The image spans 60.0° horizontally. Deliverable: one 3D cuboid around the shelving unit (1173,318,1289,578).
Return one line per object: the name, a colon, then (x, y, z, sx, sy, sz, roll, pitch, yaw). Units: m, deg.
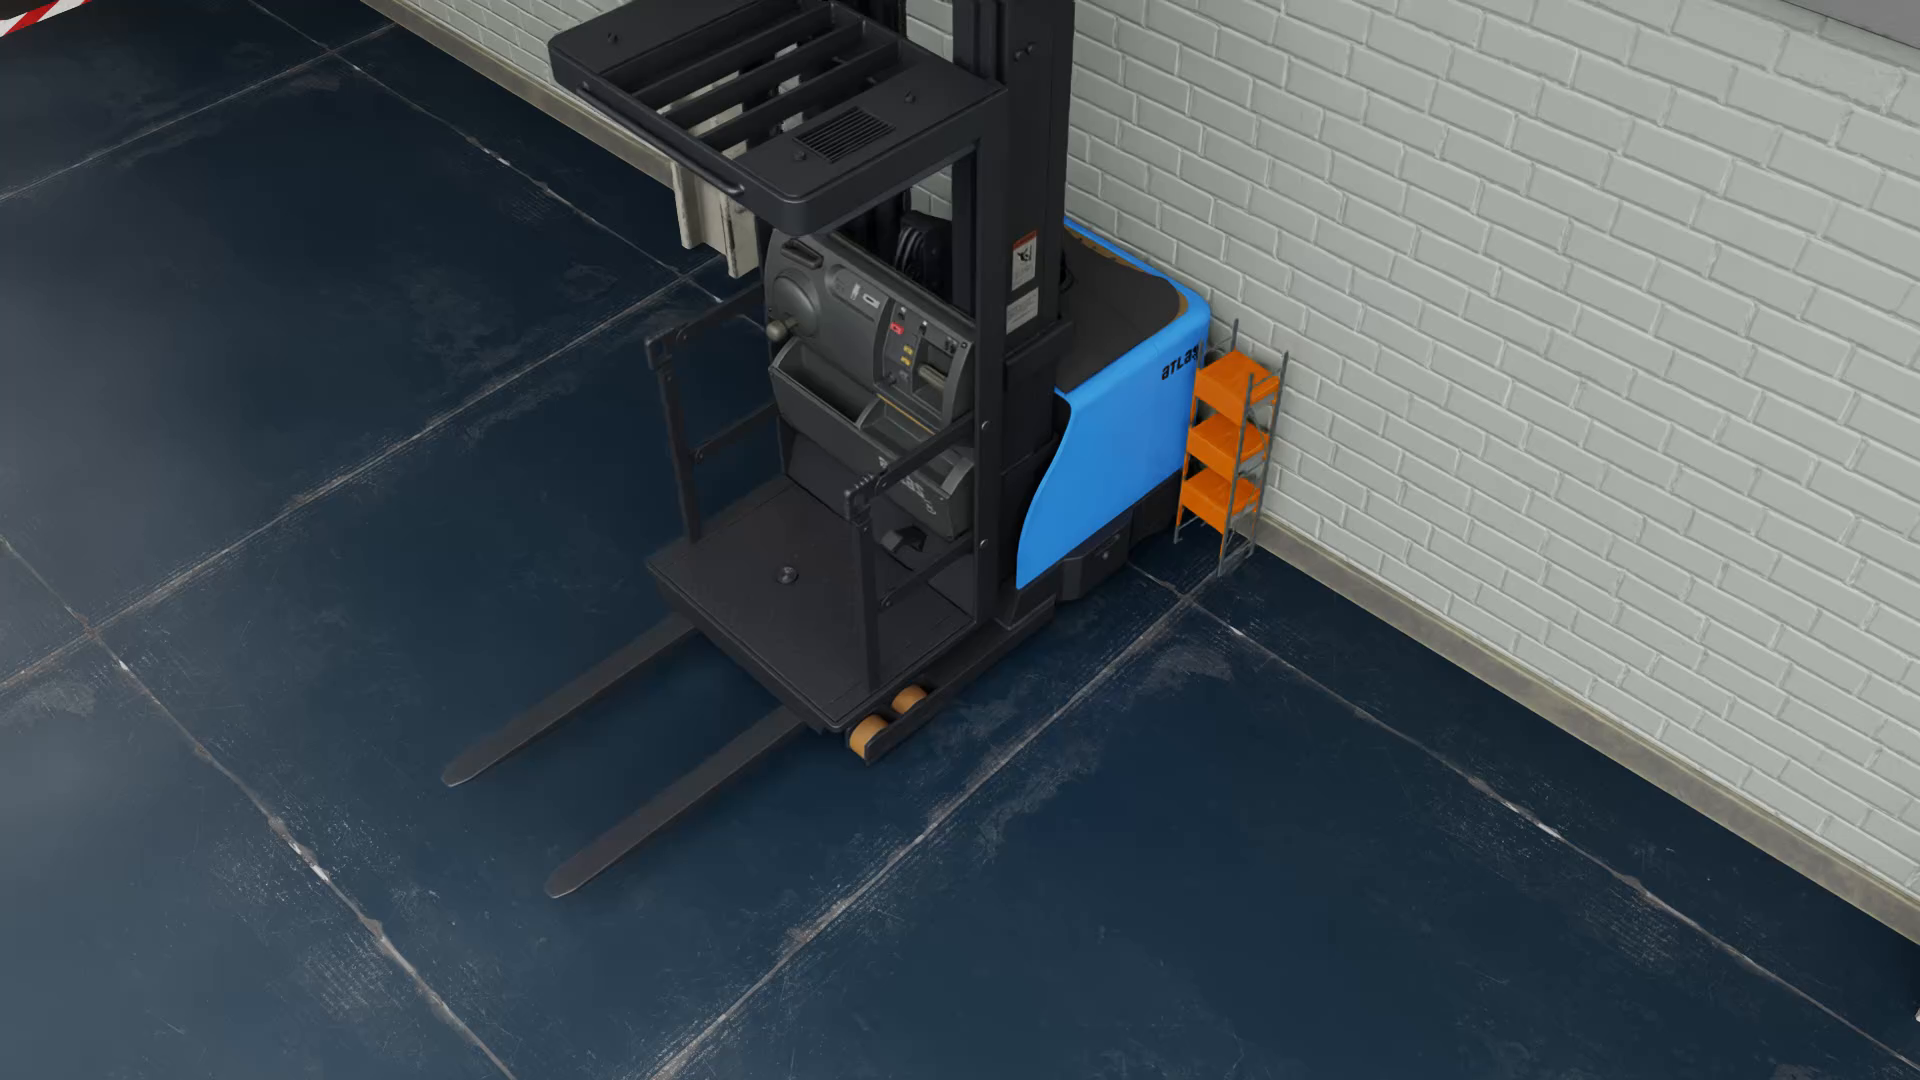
shelving unit: (1.020, -0.330, 6.337, 0.215, 1.050, 0.252, -31, 54, -27)

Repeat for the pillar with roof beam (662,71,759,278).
pillar with roof beam: (-4.028, -2.197, 2.640, 0.400, 9.000, 9.100, 34, 55, 28)

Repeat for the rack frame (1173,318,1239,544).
rack frame: (0.941, -0.397, 6.402, 0.200, 1.050, 0.008, -31, 54, -27)

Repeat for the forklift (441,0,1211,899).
forklift: (-0.463, -0.640, 5.340, 3.031, 2.935, 1.130, -36, 56, -29)

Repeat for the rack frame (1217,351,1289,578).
rack frame: (1.099, -0.264, 6.272, 0.200, 1.050, 0.008, -31, 54, -27)

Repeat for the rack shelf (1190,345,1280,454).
rack shelf: (1.019, -0.520, 6.140, 0.215, 0.259, 0.240, -31, 54, -27)

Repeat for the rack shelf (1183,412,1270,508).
rack shelf: (1.020, -0.323, 6.344, 0.215, 0.259, 0.240, -31, 54, -27)

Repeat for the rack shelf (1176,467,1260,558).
rack shelf: (1.021, -0.130, 6.544, 0.215, 0.259, 0.240, -31, 54, -27)
